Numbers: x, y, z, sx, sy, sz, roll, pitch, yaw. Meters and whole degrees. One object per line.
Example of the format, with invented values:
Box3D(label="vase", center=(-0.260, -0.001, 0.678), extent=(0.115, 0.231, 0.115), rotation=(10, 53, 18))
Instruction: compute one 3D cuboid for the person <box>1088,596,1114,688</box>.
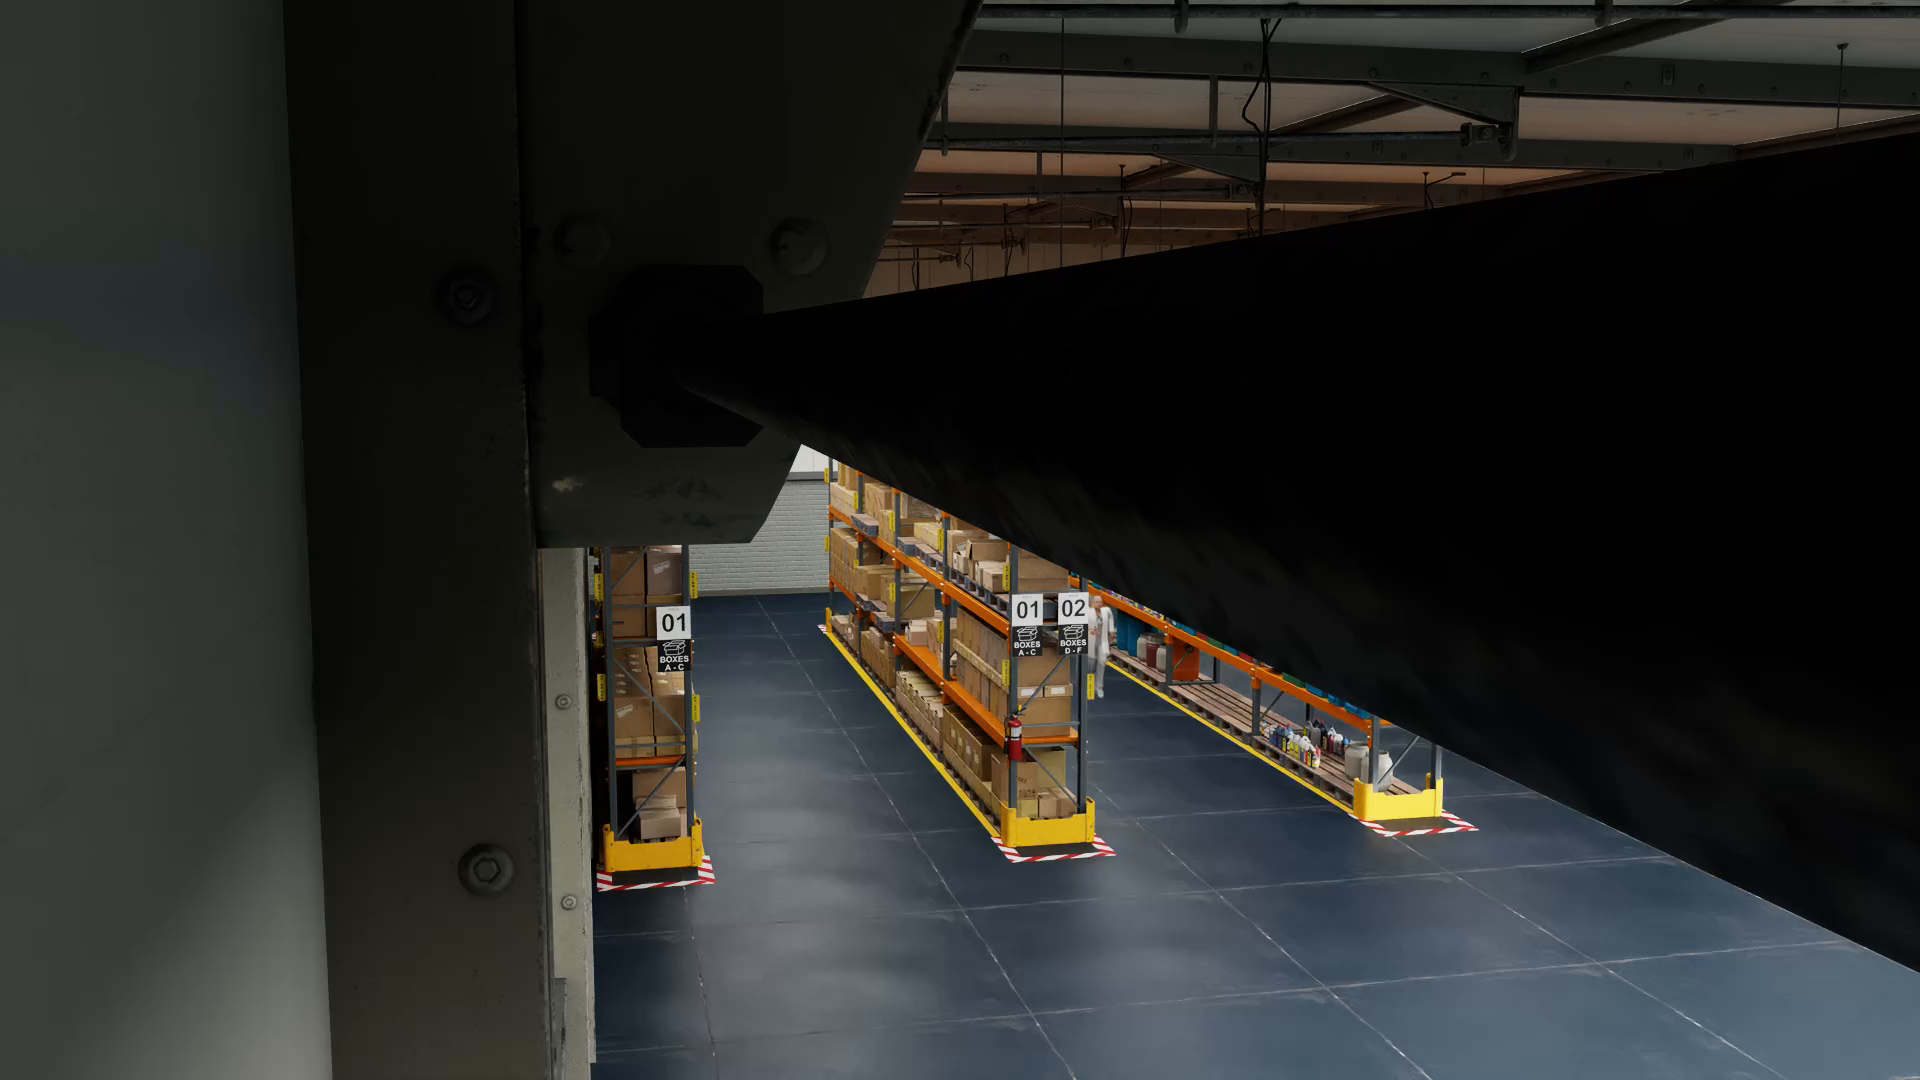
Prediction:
Box3D(label="person", center=(2.445, 1.808, 30.101), extent=(0.739, 1.655, 0.926), rotation=(-1, 7, -10))
